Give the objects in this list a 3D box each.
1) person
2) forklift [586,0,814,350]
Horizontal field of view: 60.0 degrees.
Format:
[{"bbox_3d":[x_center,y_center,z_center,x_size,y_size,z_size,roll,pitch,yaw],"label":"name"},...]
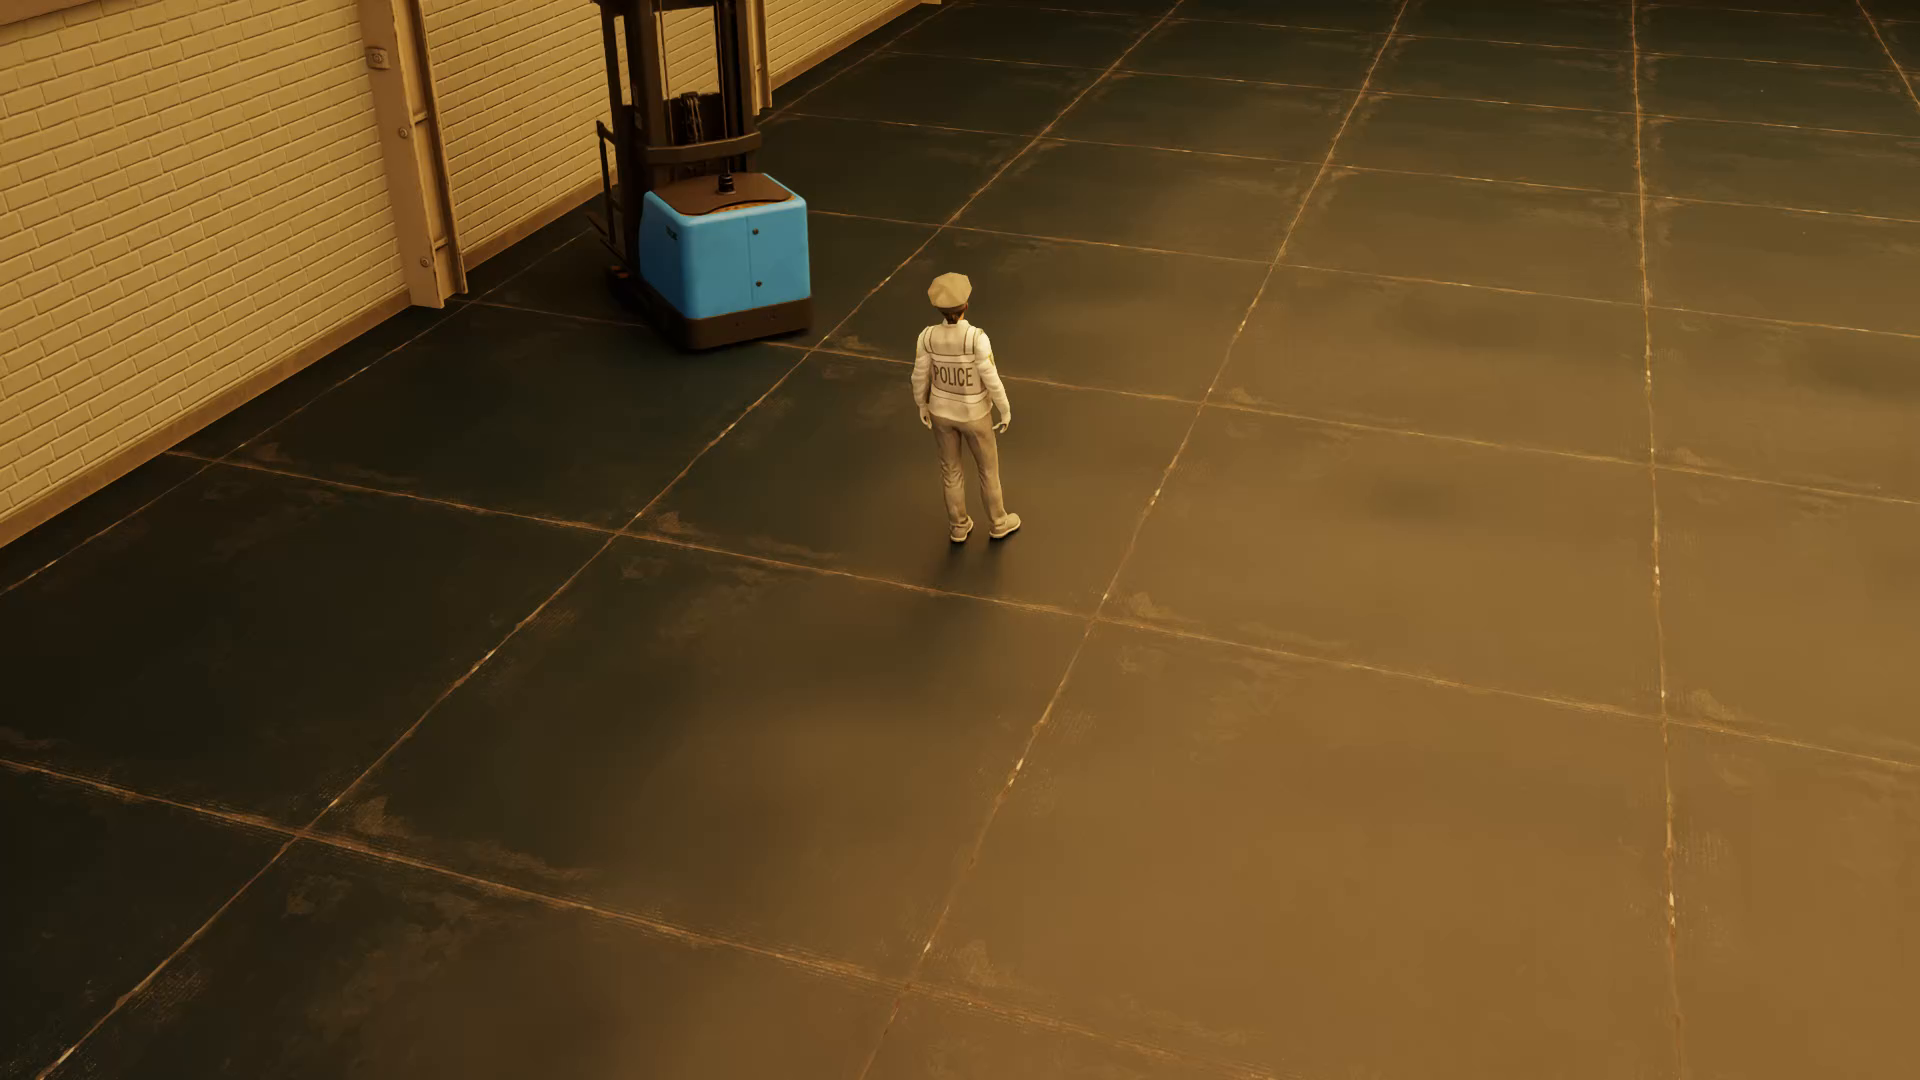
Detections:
[{"bbox_3d":[0.028,-0.774,9.727,0.587,1.695,0.531,10,31,16],"label":"person"},{"bbox_3d":[-2.284,-3.399,13.099,1.130,2.935,3.031,-15,33,-25],"label":"forklift"}]
